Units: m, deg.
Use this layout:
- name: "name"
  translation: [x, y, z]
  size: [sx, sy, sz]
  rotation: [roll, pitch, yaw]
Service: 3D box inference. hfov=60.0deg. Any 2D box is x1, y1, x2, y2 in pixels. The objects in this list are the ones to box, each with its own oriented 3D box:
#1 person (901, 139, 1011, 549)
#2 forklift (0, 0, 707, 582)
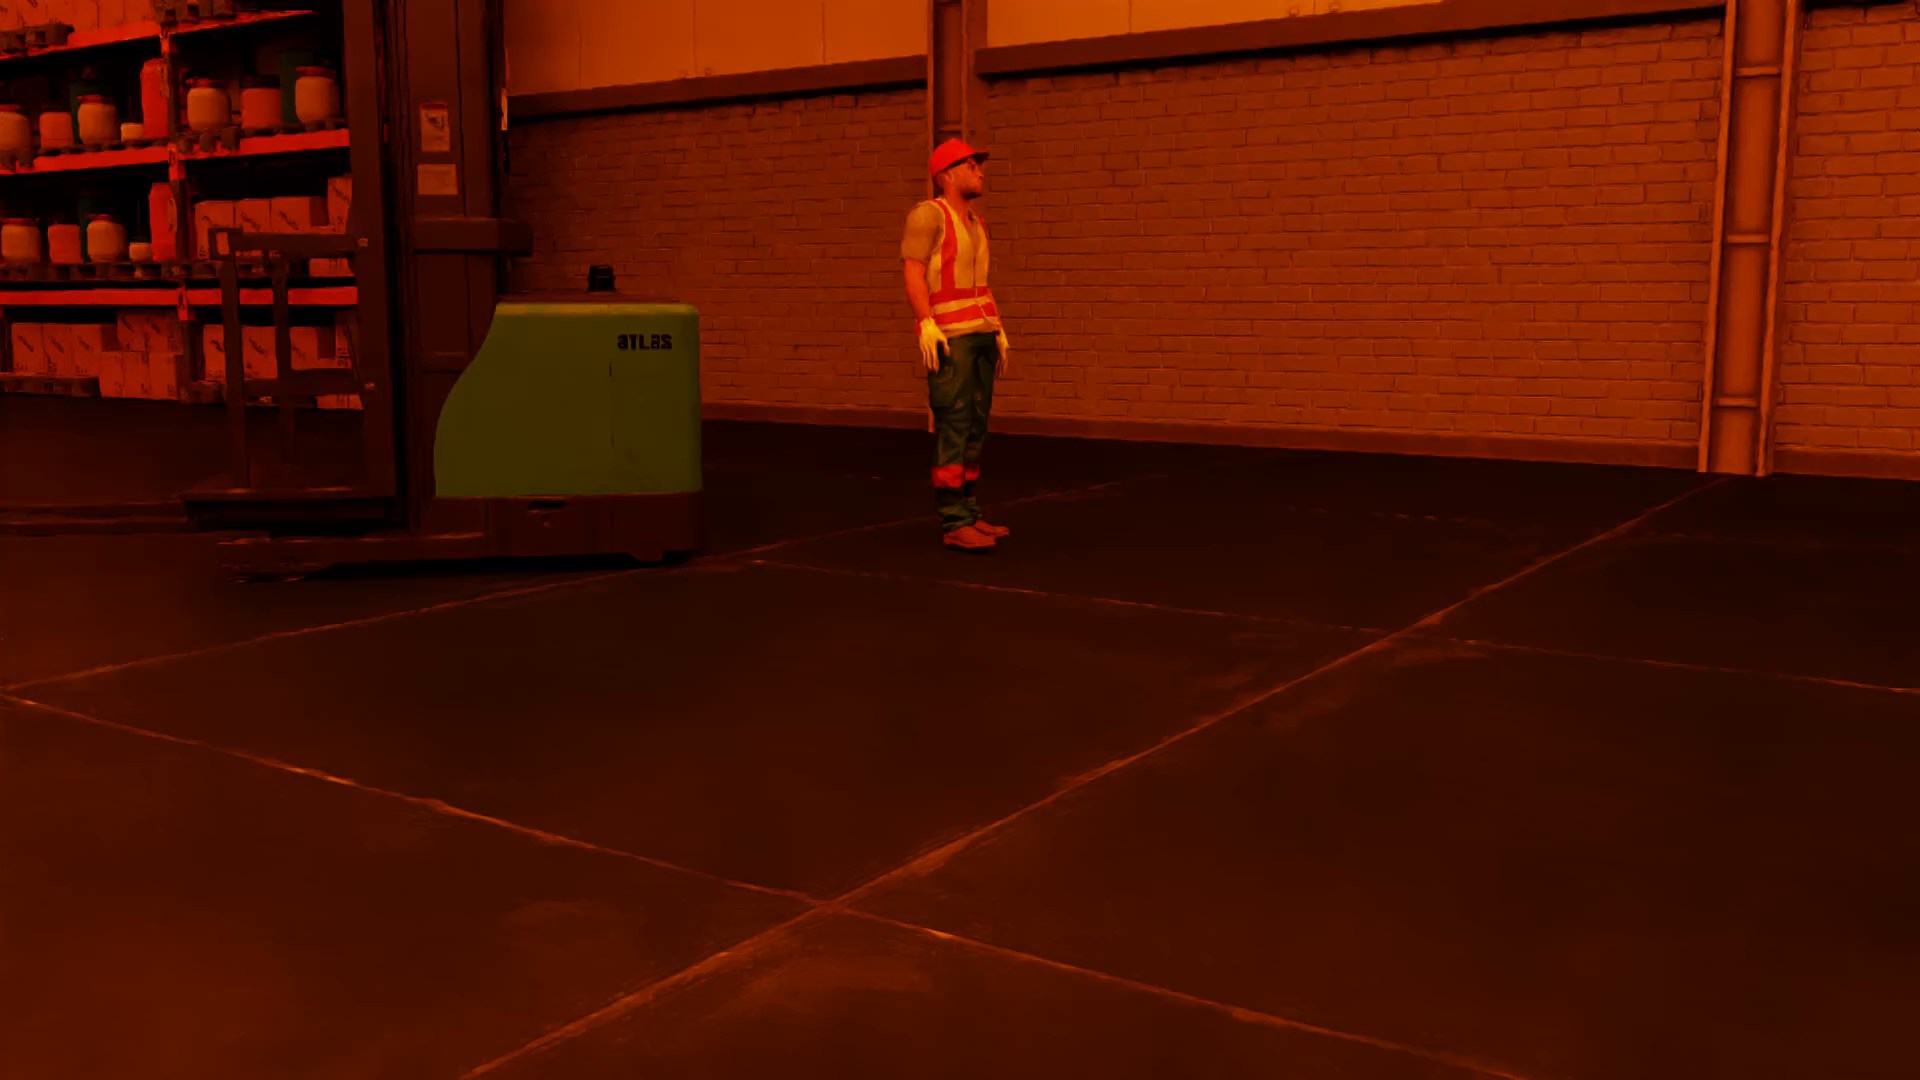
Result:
- name: "person"
  translation: [0.061, -0.885, 7.423]
  size: [0.563, 1.787, 0.637]
  rotation: [5, 10, 34]
- name: "forklift"
  translation: [-2.620, -1.368, 6.813]
  size: [3.031, 2.935, 1.130]
  rotation: [-2, 8, -12]
